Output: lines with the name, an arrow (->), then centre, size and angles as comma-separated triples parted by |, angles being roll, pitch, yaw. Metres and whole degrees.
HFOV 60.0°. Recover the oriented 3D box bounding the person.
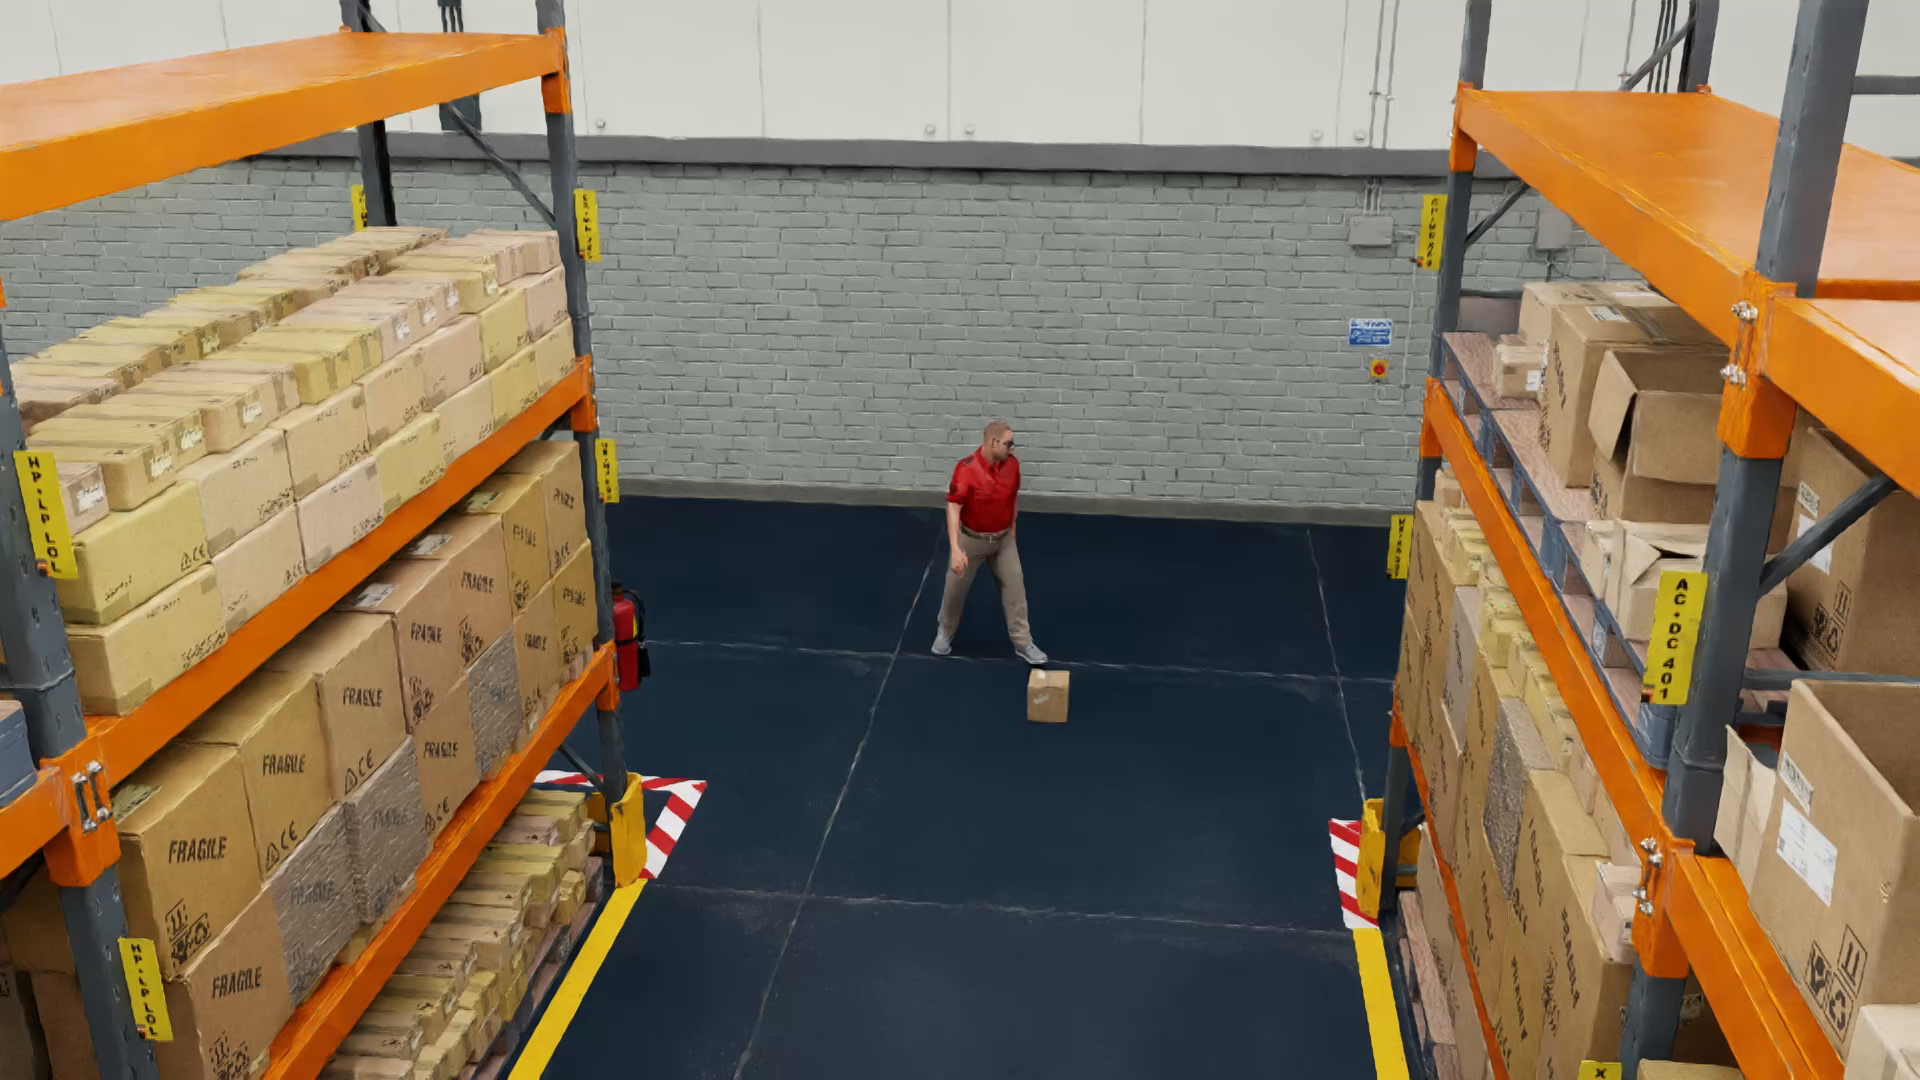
person -> 0.151, 0.005, 11.120 | 0.677, 1.690, 0.757 | -11, 24, -27
